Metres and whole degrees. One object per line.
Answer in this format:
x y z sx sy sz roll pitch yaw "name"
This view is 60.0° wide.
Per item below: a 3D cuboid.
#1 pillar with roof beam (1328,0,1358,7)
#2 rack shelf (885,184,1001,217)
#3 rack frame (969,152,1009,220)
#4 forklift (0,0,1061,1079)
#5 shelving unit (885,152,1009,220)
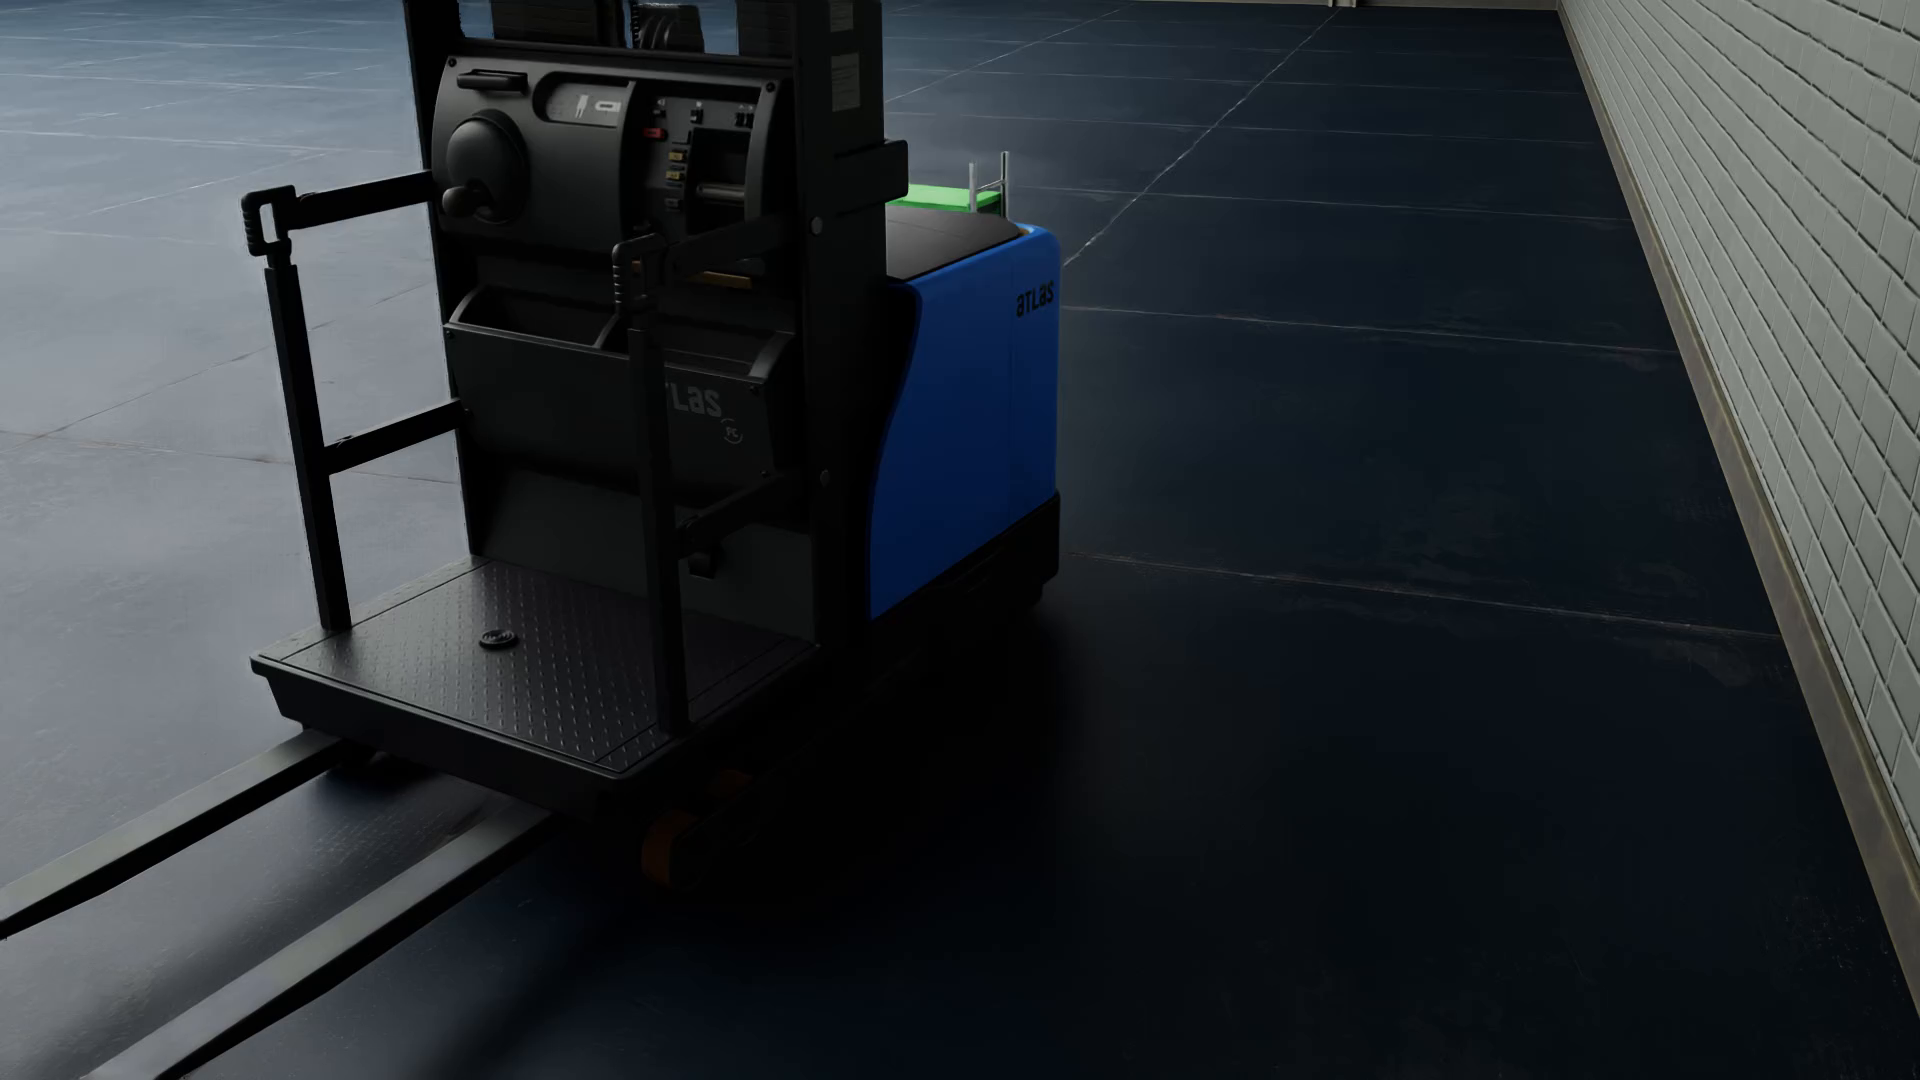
4.353 -10.403 18.773 0.400 9.000 9.100 7 23 16 "pillar with roof beam"
-0.134 -0.973 4.965 0.480 0.148 0.258 11 25 24 "rack shelf"
0.085 -0.547 5.023 0.015 1.200 0.240 11 25 24 "rack frame"
-0.881 -0.820 3.407 1.130 2.935 3.031 12 25 27 "forklift"
-0.134 -0.588 5.123 0.503 1.200 0.258 11 25 24 "shelving unit"
